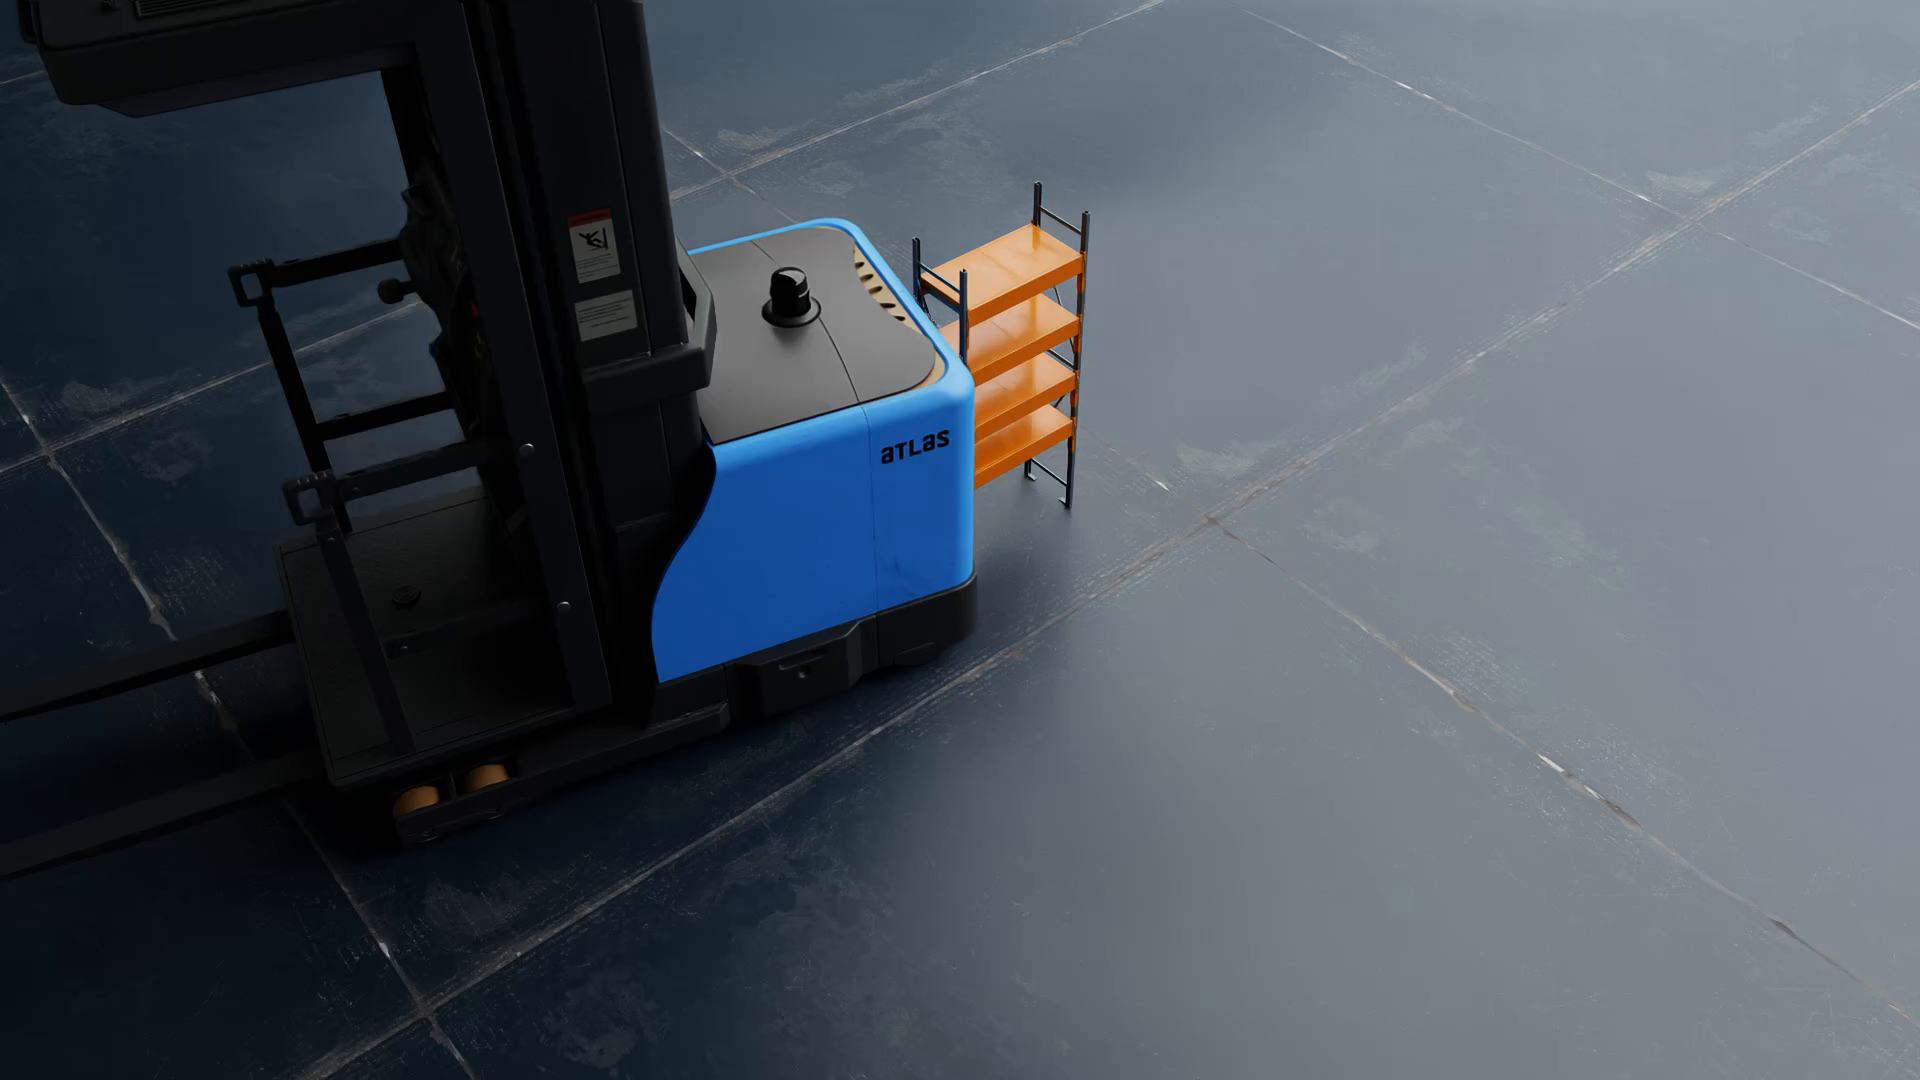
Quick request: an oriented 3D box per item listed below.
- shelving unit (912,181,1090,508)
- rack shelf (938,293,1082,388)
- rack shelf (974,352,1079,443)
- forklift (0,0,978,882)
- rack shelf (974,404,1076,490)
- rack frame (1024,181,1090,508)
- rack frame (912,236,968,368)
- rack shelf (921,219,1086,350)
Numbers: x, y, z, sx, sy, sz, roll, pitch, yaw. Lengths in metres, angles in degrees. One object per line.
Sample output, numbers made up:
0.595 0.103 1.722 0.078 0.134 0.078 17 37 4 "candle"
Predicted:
0.127 -0.510 5.417 0.503 1.200 0.258 -30 51 -28 "shelving unit"
0.127 -0.624 5.310 0.480 0.148 0.258 -30 51 -28 "rack shelf"
0.127 -0.461 5.463 0.480 0.148 0.258 -30 51 -28 "rack shelf"
-1.504 -0.609 4.257 3.031 2.935 1.130 -18 46 -18 "forklift"
0.127 -0.316 5.599 0.480 0.148 0.258 -30 51 -28 "rack shelf"
0.314 -0.617 5.531 0.015 1.200 0.240 -30 51 -28 "rack frame"
-0.060 -0.403 5.303 0.015 1.200 0.240 -30 51 -28 "rack frame"
0.127 -0.796 5.148 0.480 0.148 0.258 -30 51 -28 "rack shelf"
